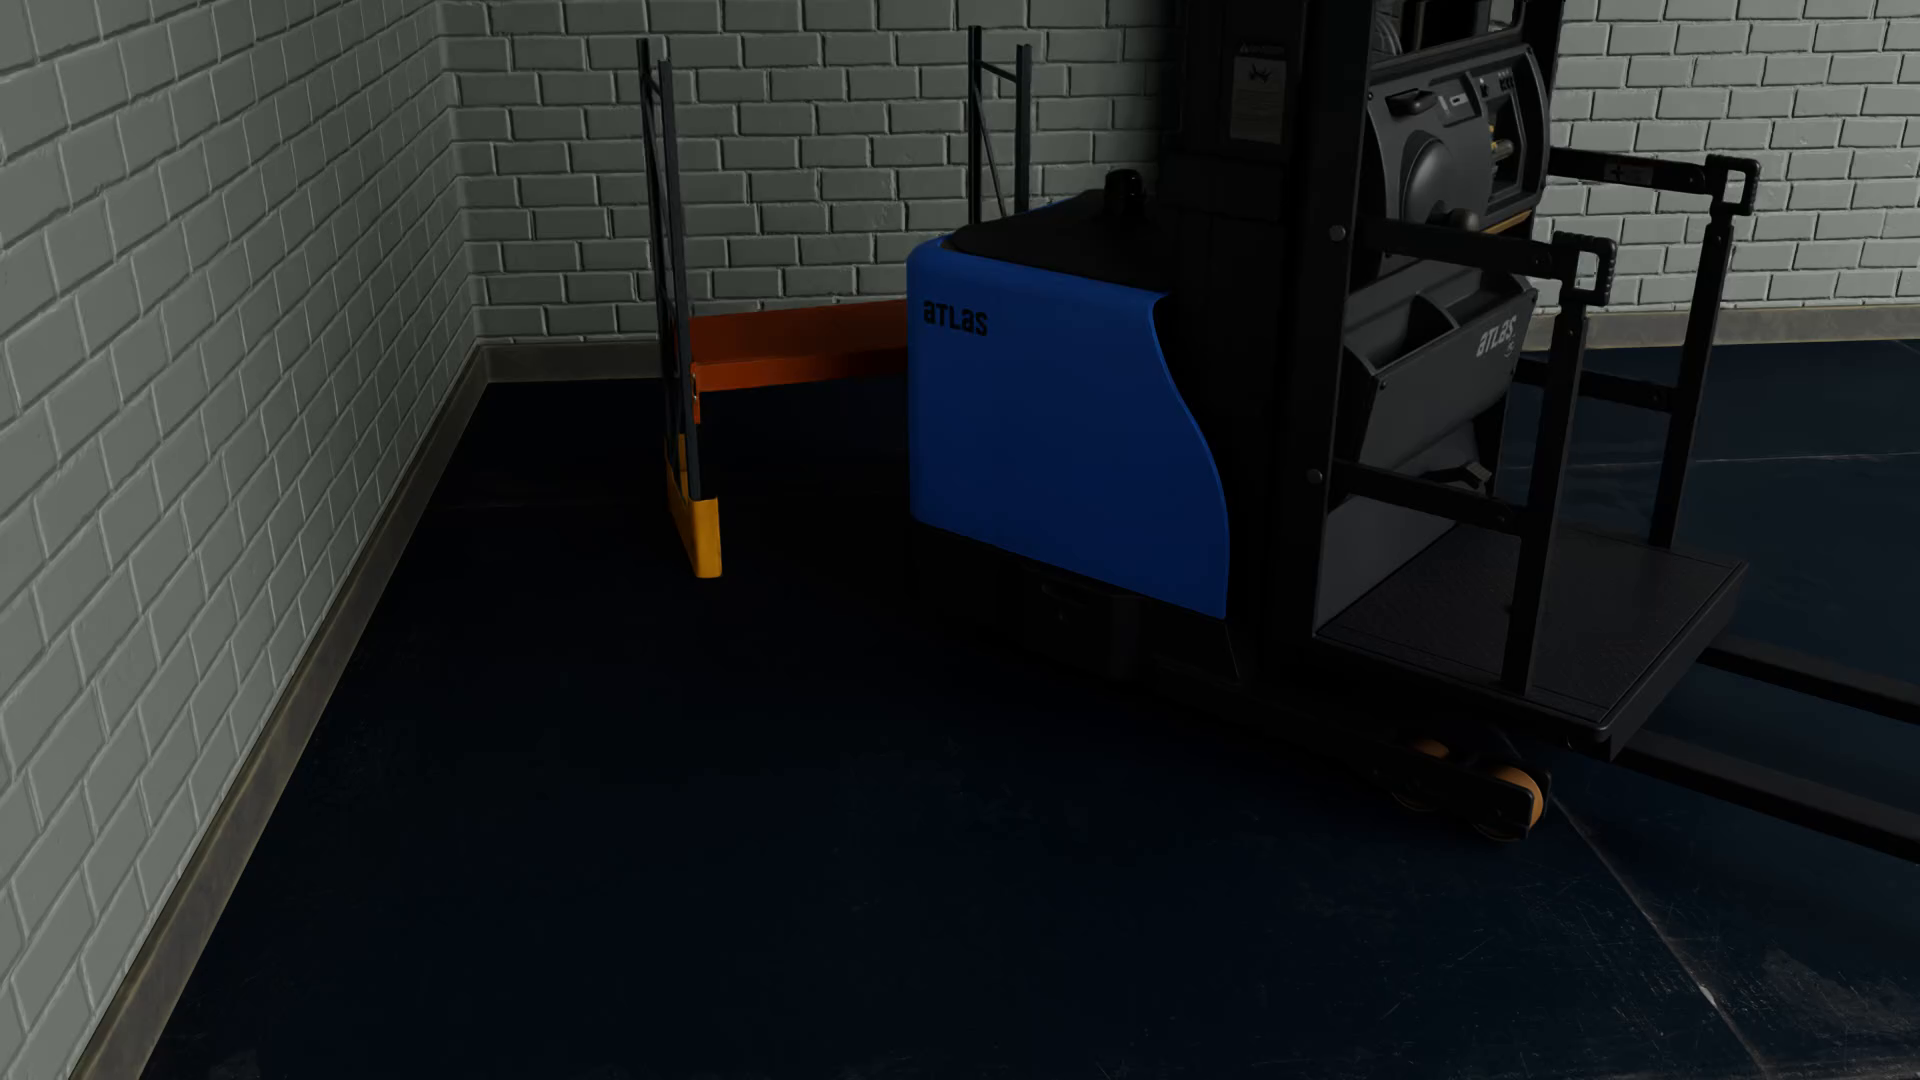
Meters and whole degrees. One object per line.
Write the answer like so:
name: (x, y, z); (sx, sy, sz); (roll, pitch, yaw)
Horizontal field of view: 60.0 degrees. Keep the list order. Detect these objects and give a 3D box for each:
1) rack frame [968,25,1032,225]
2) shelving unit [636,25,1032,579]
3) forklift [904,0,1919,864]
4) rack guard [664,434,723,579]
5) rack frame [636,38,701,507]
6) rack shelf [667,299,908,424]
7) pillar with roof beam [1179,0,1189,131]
rack frame: (0.115, -0.806, 5.218); (0.032, 1.500, 0.500); (-7, 25, -16)
shelving unit: (-0.362, -0.746, 5.082); (1.083, 1.500, 0.587); (-7, 25, -16)
forklift: (1.311, -0.907, 3.682); (3.031, 2.935, 1.130); (18, 30, 35)
rack guard: (-0.838, -0.115, 5.201); (0.087, 0.250, 0.587); (-7, 25, -16)
rack frame: (-0.856, -0.684, 4.942); (0.032, 1.500, 0.500); (-7, 25, -16)
rack shelf: (-0.371, -0.581, 5.153); (1.000, 0.185, 0.538); (-7, 25, -16)
pillar with roof beam: (1.500, -3.073, 1.084); (0.400, 9.000, 9.100); (-2, 24, -5)
